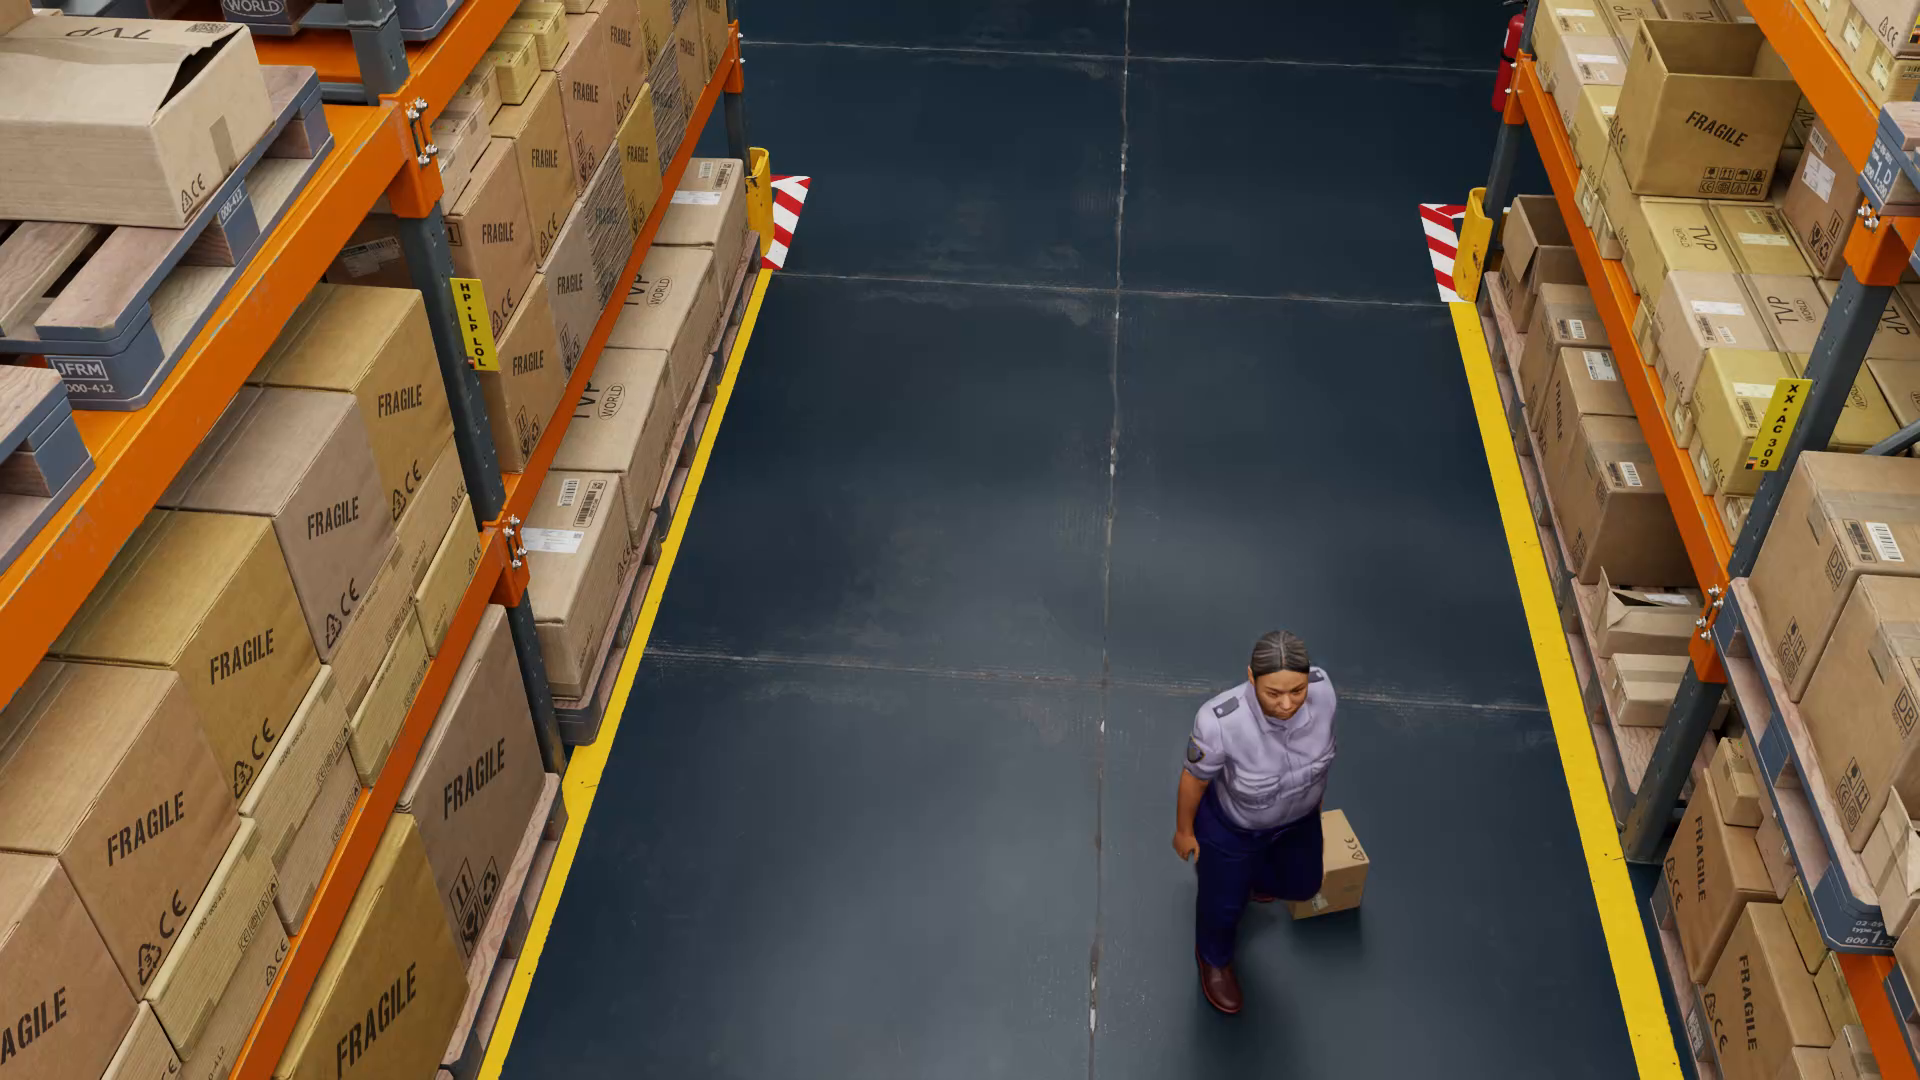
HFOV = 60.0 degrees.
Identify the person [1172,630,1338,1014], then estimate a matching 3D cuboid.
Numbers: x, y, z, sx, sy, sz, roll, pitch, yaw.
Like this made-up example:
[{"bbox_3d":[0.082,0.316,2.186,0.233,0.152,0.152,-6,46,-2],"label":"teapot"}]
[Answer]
[{"bbox_3d":[0.900,0.809,5.217,0.561,1.642,0.531,-15,43,-17],"label":"person"}]
